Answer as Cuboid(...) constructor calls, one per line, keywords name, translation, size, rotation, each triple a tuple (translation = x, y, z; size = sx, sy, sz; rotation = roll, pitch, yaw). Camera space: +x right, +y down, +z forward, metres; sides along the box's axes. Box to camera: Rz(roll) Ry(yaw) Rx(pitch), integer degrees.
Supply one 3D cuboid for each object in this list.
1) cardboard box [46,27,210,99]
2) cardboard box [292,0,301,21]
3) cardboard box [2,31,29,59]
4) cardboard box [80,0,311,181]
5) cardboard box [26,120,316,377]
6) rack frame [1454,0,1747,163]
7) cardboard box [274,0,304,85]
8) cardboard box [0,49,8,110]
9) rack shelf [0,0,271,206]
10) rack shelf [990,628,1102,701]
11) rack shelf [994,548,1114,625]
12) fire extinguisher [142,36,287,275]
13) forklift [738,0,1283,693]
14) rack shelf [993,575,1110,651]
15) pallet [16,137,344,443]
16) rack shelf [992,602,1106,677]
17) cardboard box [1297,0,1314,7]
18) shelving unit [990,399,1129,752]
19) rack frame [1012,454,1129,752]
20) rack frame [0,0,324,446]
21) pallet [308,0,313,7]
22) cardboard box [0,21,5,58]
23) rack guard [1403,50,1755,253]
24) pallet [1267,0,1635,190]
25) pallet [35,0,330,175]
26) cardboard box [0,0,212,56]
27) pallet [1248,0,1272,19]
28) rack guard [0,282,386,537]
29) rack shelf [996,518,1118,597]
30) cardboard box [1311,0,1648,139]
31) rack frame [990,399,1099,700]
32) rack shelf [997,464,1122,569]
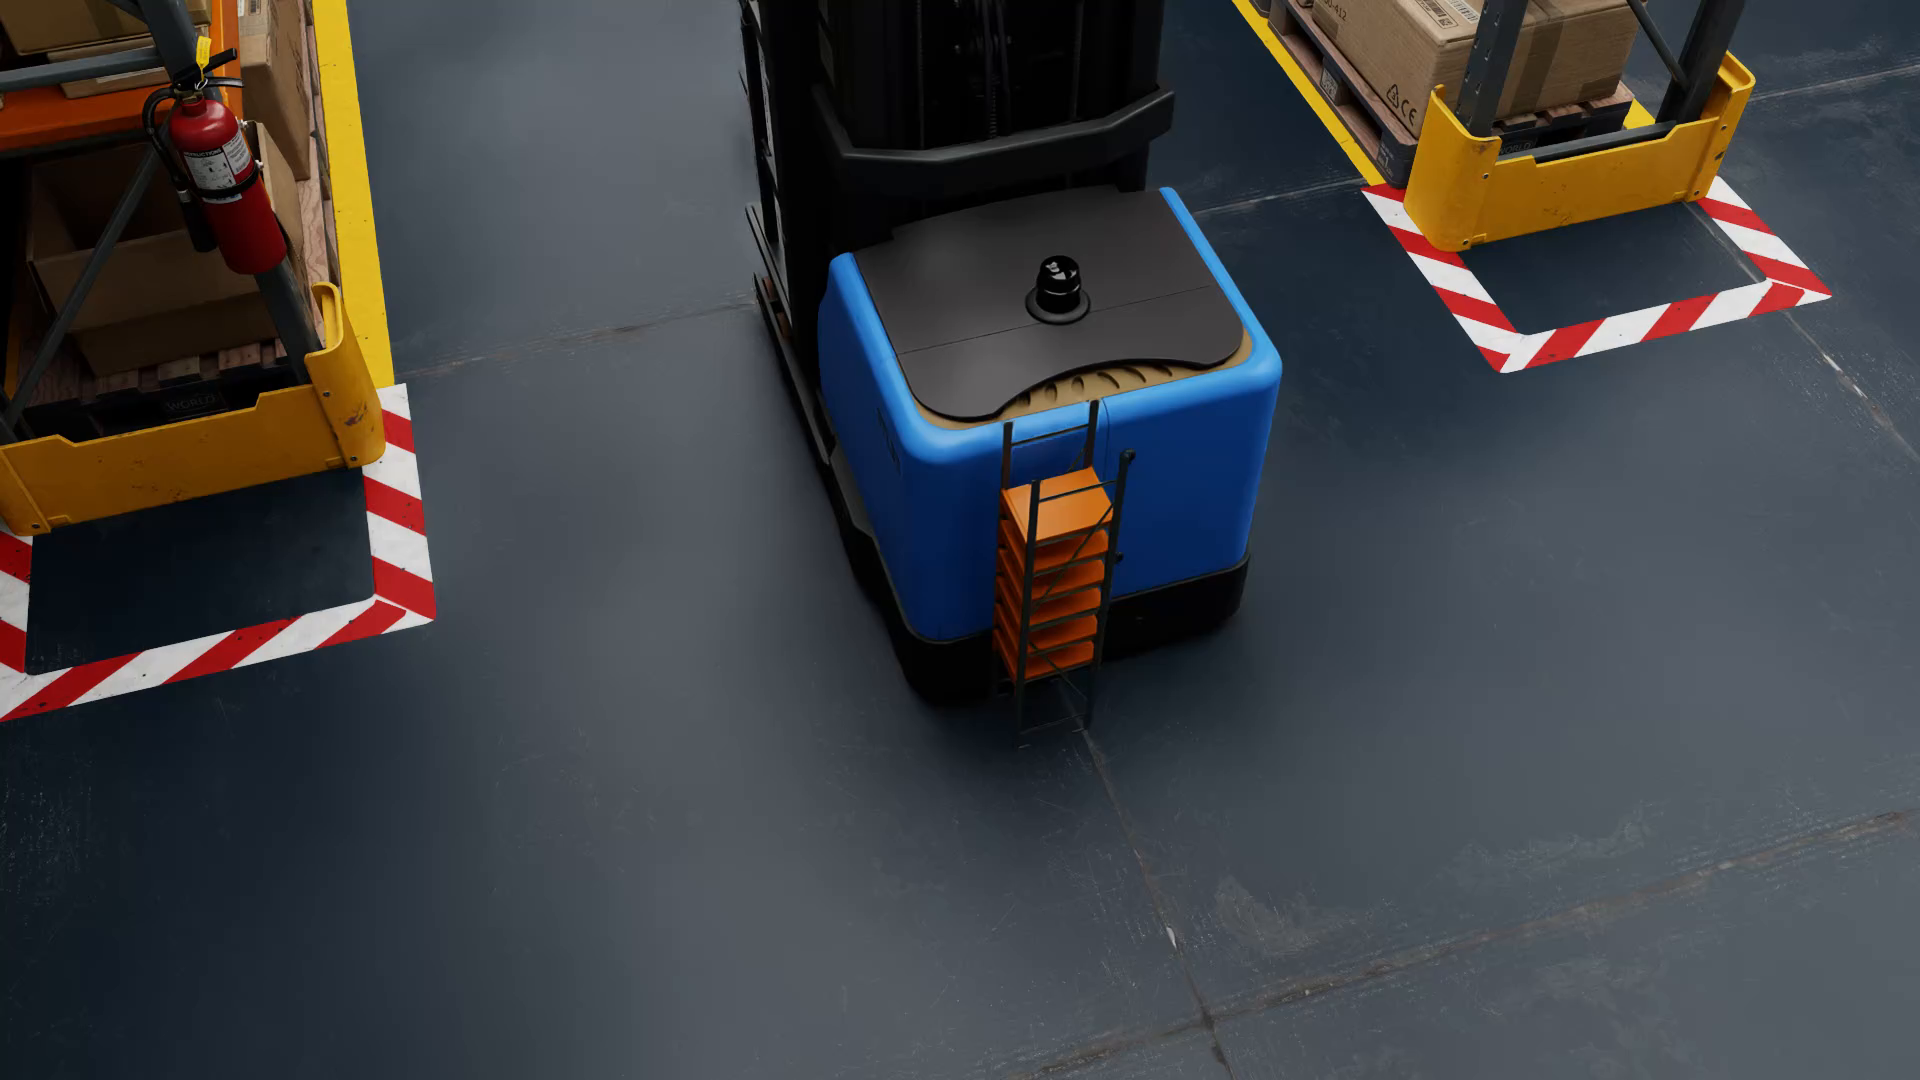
Cuboid(name="cardboard box", translation=(-2.307, -1.388, 4.622), size=(0.380, 0.149, 0.250), rotation=(-14, 51, -11))
Cuboid(name="cardboard box", translation=(-3.085, -2.355, 6.634), size=(0.700, 0.500, 0.500), rotation=(-15, 52, -12))
Cuboid(name="cardboard box", translation=(-2.842, -1.466, 4.688), size=(0.380, 0.149, 0.250), rotation=(-12, 51, -10))
Cuboid(name="cardboard box", translation=(-2.778, -1.597, 5.995), size=(0.700, 0.500, 0.500), rotation=(-11, 51, -9))
Cuboid(name="cardboard box", translation=(-2.562, -0.965, 5.460), size=(0.797, 0.503, 0.637), rotation=(-15, 52, -12))
Cuboid(name="rack frame", translation=(2.269, -2.291, 5.220), size=(1.000, 3.000, 0.127), rotation=(-13, 51, -11))
Cuboid(name="cardboard box", translation=(-2.838, -2.006, 6.339), size=(0.500, 0.500, 0.500), rotation=(-12, 51, -10))
Cuboid(name="cardboard box", translation=(-2.826, -1.267, 4.520), size=(0.380, 0.149, 0.250), rotation=(-14, 51, -11))
Cuboid(name="rack shelf", translation=(-3.063, -2.395, 5.778), size=(1.077, 0.370, 4.000), rotation=(-13, 51, -11))
Cuboid(name="rack shelf", translation=(0.235, 0.309, 4.572), size=(0.258, 0.103, 0.180), rotation=(-15, 54, -12))
Cuboid(name="rack shelf", translation=(0.240, 0.088, 4.288), size=(0.258, 0.103, 0.180), rotation=(-15, 54, -12))
Cuboid(name="fire extinguisher", translation=(-1.987, -1.018, 4.441), size=(0.296, 0.674, 0.183), rotation=(-13, 51, -11))
Cuboid(name="forklift", translation=(-0.086, -1.660, 4.732), size=(1.130, 2.935, 3.031), rotation=(-14, 51, -11))
Cuboid(name="rack shelf", translation=(0.239, 0.162, 4.382), size=(0.258, 0.103, 0.180), rotation=(-15, 54, -12))
Cuboid(name="pallet", translation=(-2.731, -0.905, 5.875), size=(1.003, 0.211, 1.213), rotation=(-13, 51, -11))
Cuboid(name="rack shelf", translation=(0.237, 0.235, 4.477), size=(0.258, 0.103, 0.180), rotation=(-15, 54, -12))
Cuboid(name="cardboard box", translation=(1.700, -2.727, 6.988), size=(0.875, 0.438, 0.875), rotation=(-12, 51, -10))
Cuboid(name="shelving unit", translation=(0.239, 0.134, 4.347), size=(0.258, 1.200, 0.189), rotation=(-15, 54, -12))
Cuboid(name="rack frame", translation=(0.269, 0.203, 4.295), size=(0.240, 1.200, 0.006), rotation=(-15, 54, -12))
Cuboid(name="rack frame", translation=(-2.472, -1.166, 4.271), size=(1.000, 3.000, 0.127), rotation=(-13, 51, -11))
Cuboid(name="pallet", translation=(-3.452, -2.687, 7.377), size=(1.003, 0.211, 1.213), rotation=(-13, 51, -11))
Cuboid(name="cardboard box", translation=(-2.861, -1.490, 4.448), size=(0.500, 0.250, 0.500), rotation=(-12, 51, -10))
Cuboid(name="rack guard", translation=(2.276, -1.468, 6.161), size=(1.175, 0.500, 0.348), rotation=(-13, 51, -11))
Cuboid(name="pallet", translation=(1.958, -1.959, 6.763), size=(1.003, 0.211, 1.213), rotation=(-13, 51, -11))
Cuboid(name="pallet", translation=(-3.088, -1.794, 6.625), size=(1.003, 0.211, 1.213), rotation=(-13, 51, -11))
Cuboid(name="cardboard box", translation=(-2.348, -1.606, 4.546), size=(0.500, 0.250, 0.500), rotation=(-13, 51, -11))
Cuboid(name="pallet", translation=(1.601, -2.848, 7.513), size=(1.003, 0.211, 1.213), rotation=(-13, 51, -11))
Cuboid(name="rack guard", translation=(-2.494, -0.416, 5.274), size=(1.175, 0.500, 0.348), rotation=(-13, 51, -11))
Cuboid(name="rack shelf", translation=(0.242, 0.014, 4.193), size=(0.258, 0.103, 0.180), rotation=(-15, 54, -12))
Cuboid(name="cardboard box", translation=(1.978, -2.060, 6.426), size=(0.875, 0.438, 0.875), rotation=(-15, 51, -12))
Cuboid(name="rack frame", translation=(0.209, 0.066, 4.400), size=(0.240, 1.200, 0.006), rotation=(-15, 54, -12))
Cuboid(name="rack shelf", translation=(0.243, -0.060, 4.098), size=(0.258, 0.103, 0.180), rotation=(-15, 54, -12))
